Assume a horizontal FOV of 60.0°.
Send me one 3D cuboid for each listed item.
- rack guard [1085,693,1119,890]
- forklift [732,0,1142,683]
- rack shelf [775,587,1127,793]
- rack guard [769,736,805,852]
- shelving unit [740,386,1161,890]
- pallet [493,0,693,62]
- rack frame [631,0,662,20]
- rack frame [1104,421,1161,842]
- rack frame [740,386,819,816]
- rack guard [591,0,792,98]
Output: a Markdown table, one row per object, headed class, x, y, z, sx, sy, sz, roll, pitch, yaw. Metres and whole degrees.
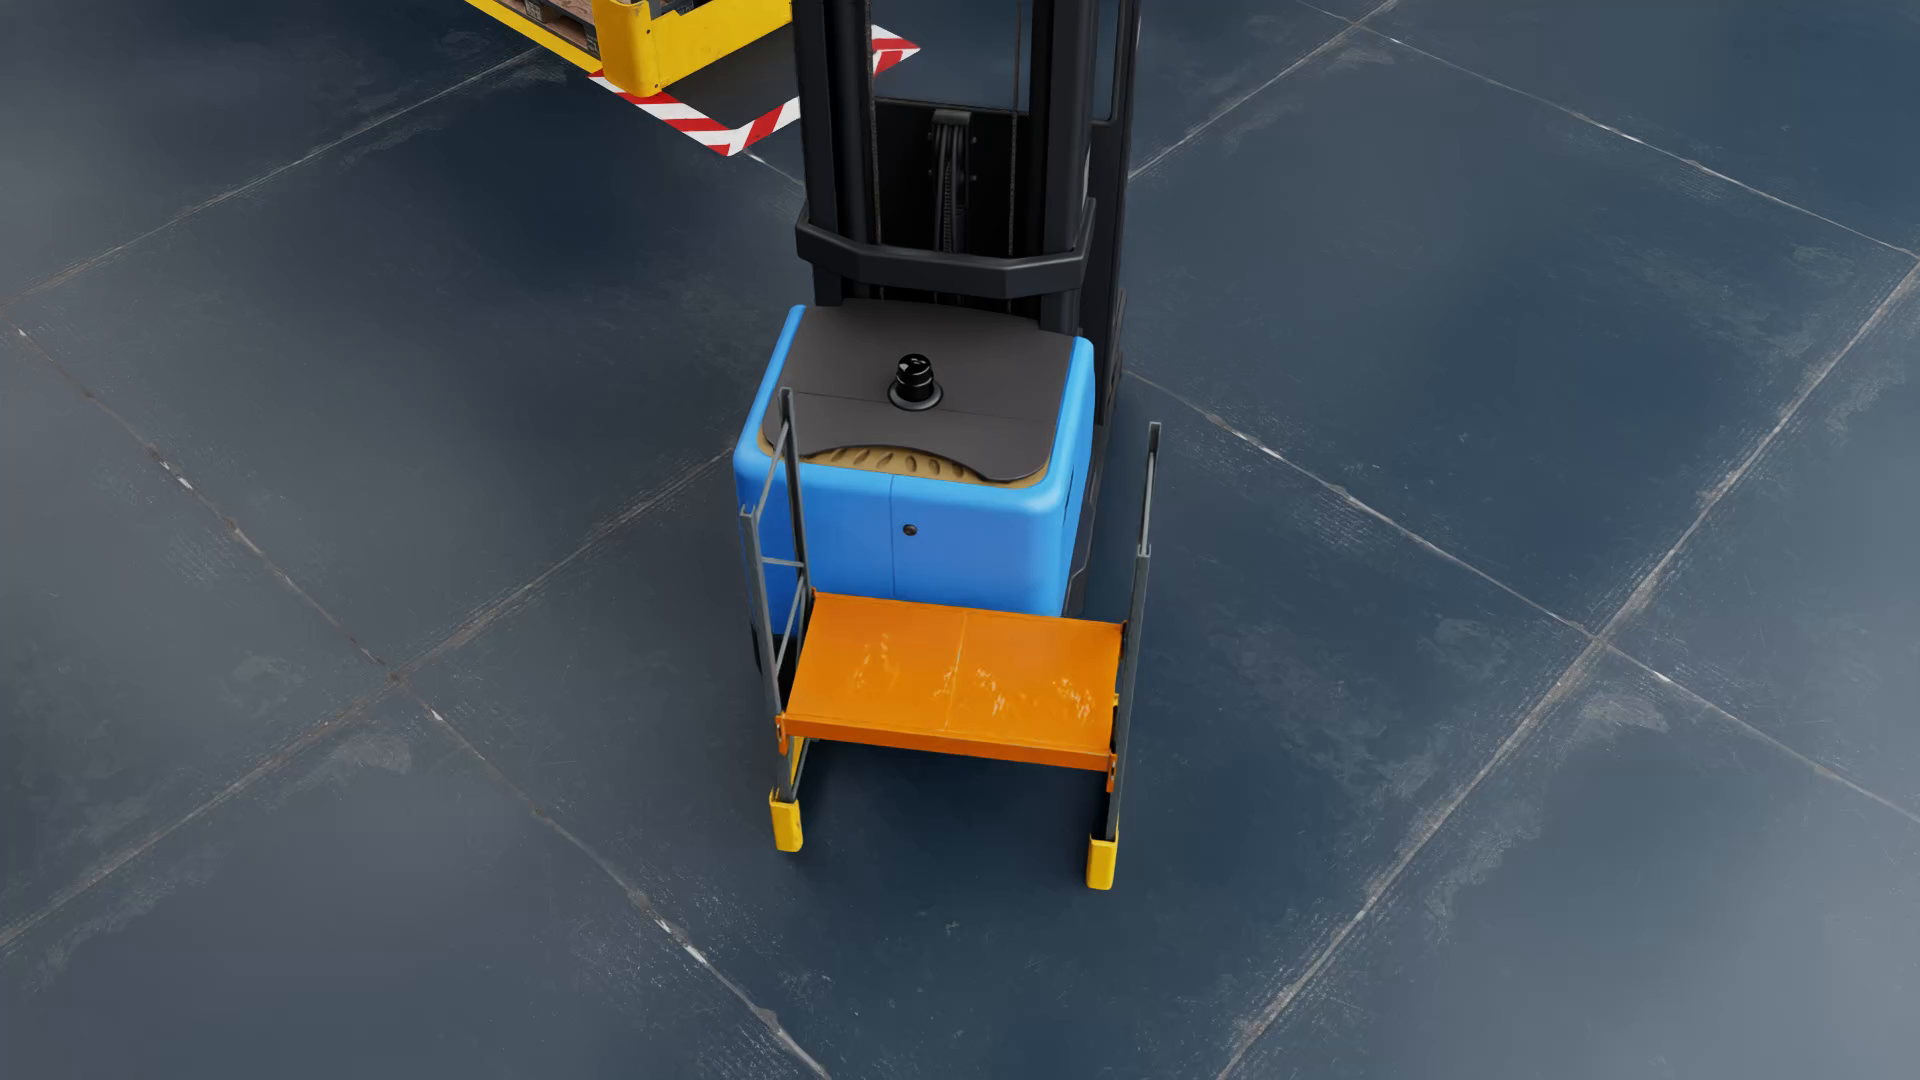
| class | x | y | z | sx | sy | sz | roll | pitch | yaw |
| --- | --- | --- | --- | --- | --- | --- | --- | --- | --- |
| rack guard | 0.475 | 0.799 | 5.328 | 0.087 | 0.250 | 0.587 | 6 | 47 | 5 |
| forklift | 0.059 | -1.502 | 5.650 | 1.130 | 2.935 | 3.031 | 7 | 47 | 7 |
| rack shelf | -0.010 | 0.445 | 5.049 | 1.000 | 0.185 | 0.538 | 6 | 47 | 5 |
| rack guard | -0.512 | 0.698 | 5.423 | 0.087 | 0.250 | 0.587 | 6 | 47 | 5 |
| shelving unit | -0.019 | 0.321 | 4.919 | 1.083 | 1.500 | 0.587 | 6 | 47 | 5 |
| pallet | -1.911 | -3.070 | 8.988 | 1.213 | 0.211 | 1.003 | 34 | 55 | 28 |
| rack frame | -1.230 | -3.608 | 7.580 | 0.127 | 3.000 | 1.000 | 34 | 55 | 28 |
| rack frame | 0.494 | 0.374 | 4.869 | 0.032 | 1.500 | 0.500 | 6 | 47 | 5 |
| rack frame | -0.513 | 0.271 | 4.966 | 0.032 | 1.500 | 0.500 | 6 | 47 | 5 |
| rack guard | -1.318 | -2.765 | 8.503 | 0.348 | 0.500 | 1.175 | 34 | 55 | 28 |
